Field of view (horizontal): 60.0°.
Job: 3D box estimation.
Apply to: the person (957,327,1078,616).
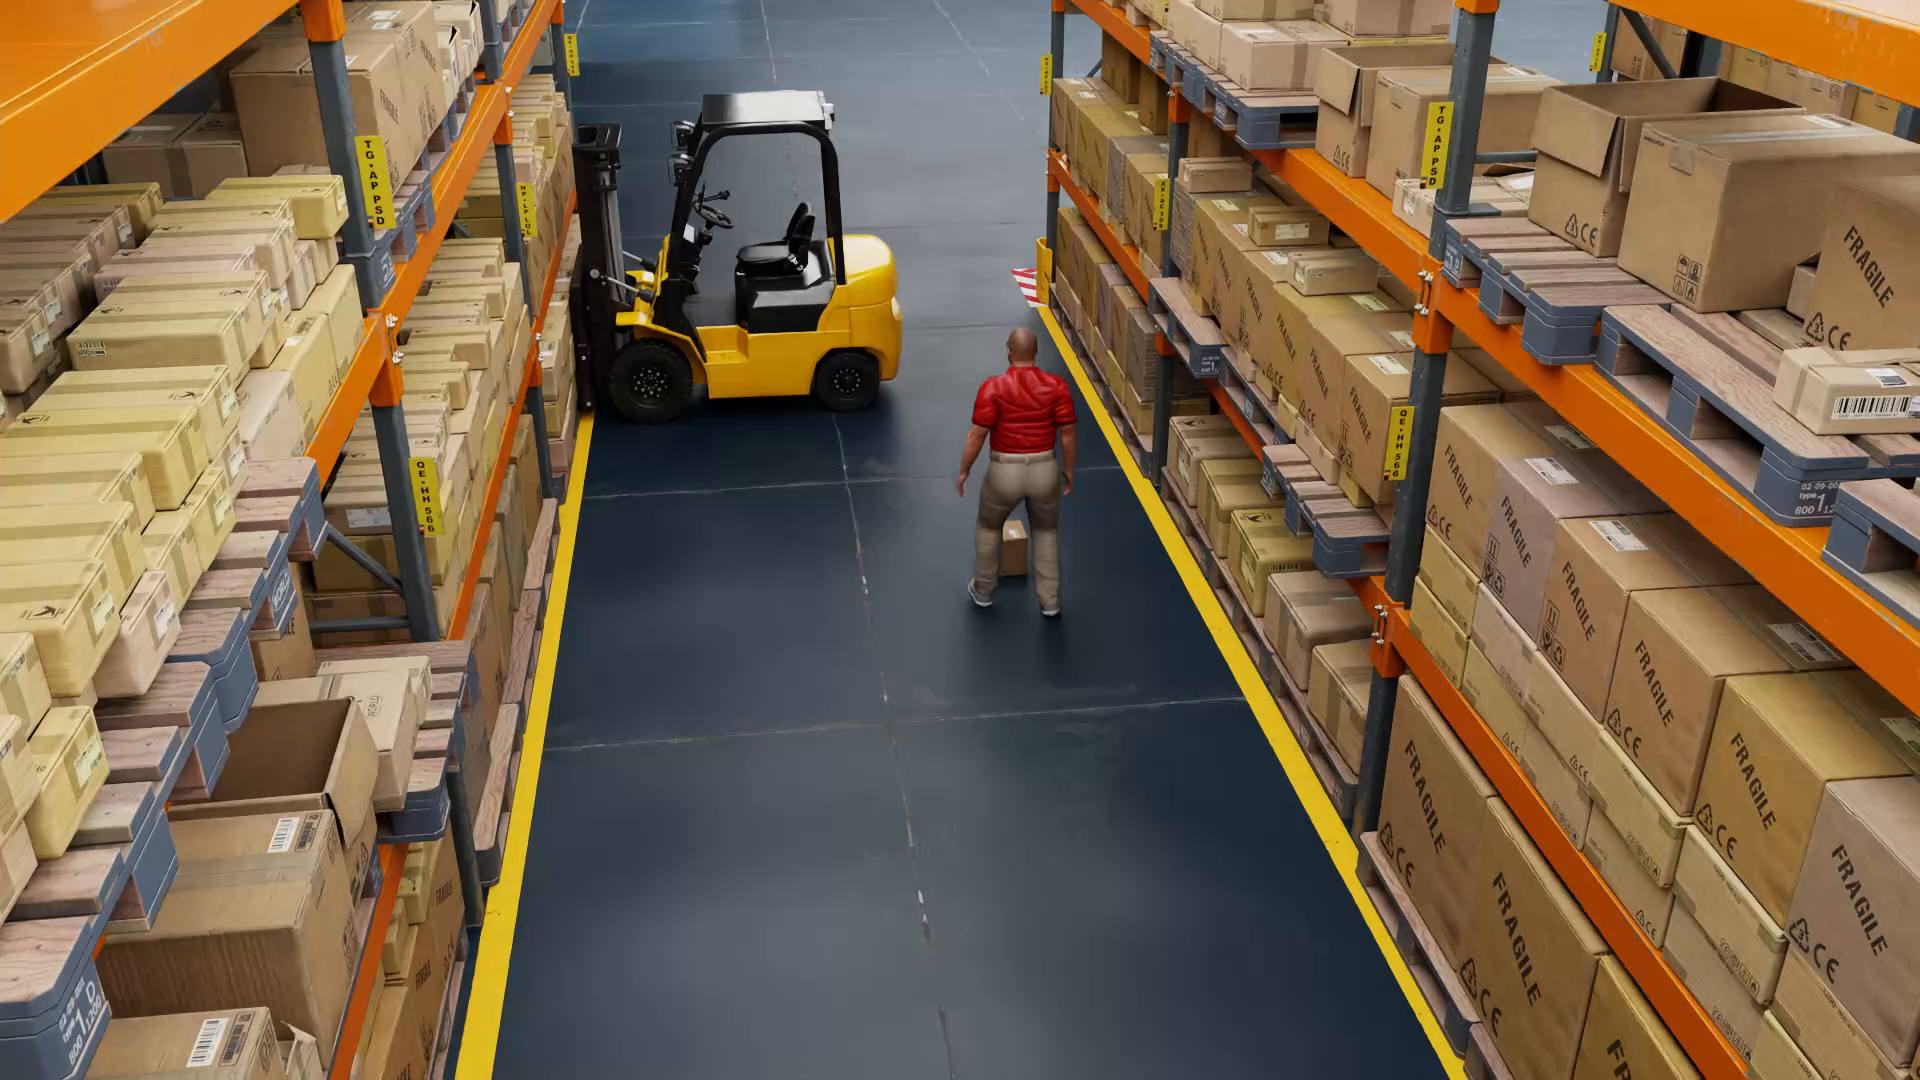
[{"bbox_3d":[0.306,-0.392,9.443,0.674,1.721,0.498,-3,27,-7],"label":"person"}]
